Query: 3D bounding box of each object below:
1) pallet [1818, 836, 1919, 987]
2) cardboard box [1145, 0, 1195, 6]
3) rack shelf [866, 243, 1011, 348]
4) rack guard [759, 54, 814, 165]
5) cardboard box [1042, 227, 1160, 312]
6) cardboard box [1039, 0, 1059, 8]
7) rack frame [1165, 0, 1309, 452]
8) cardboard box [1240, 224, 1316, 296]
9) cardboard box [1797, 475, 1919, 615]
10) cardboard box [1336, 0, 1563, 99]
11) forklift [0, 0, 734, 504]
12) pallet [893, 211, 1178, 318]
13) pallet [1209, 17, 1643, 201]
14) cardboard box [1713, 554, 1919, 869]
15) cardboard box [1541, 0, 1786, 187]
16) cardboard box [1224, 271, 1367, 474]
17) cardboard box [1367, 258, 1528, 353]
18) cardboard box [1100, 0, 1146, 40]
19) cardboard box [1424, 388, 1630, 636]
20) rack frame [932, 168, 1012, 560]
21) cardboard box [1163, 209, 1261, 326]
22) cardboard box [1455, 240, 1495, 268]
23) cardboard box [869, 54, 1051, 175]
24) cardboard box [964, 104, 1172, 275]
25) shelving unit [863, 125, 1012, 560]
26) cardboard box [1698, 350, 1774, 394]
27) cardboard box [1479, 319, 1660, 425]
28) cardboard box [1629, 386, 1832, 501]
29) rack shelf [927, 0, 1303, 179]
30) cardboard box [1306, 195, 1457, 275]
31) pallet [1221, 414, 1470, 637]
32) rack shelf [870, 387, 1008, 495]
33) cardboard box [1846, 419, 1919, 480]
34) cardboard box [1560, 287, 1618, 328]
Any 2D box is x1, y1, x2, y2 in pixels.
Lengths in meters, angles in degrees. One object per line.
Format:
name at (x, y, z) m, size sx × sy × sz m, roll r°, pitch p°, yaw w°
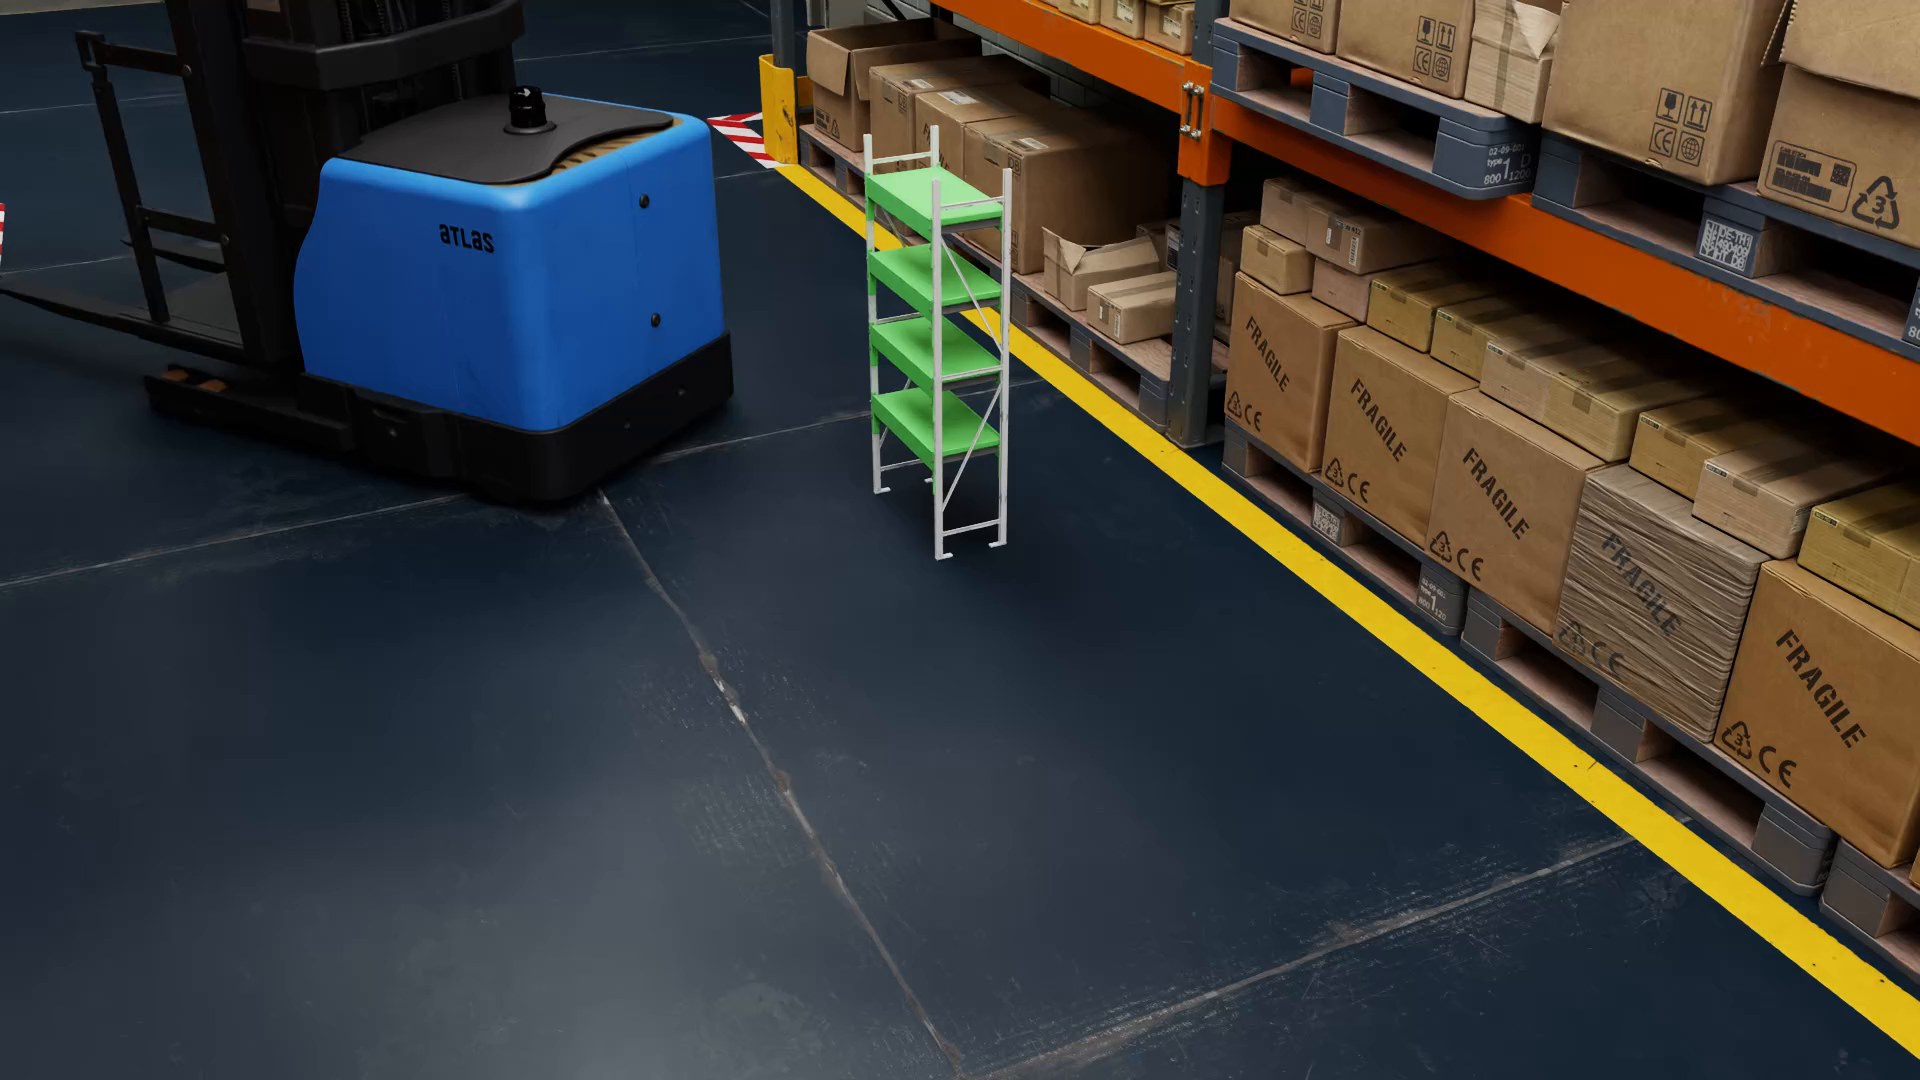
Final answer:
pallet at (2.635, 0.898, 3.432) m, size 1.003 × 0.211 × 1.213 m, roll -13°, pitch 32°, yaw -22°
cardboard box at (0.766, -1.985, 5.573) m, size 0.500 × 0.250 × 0.500 m, roll -12°, pitch 32°, yaw -21°
rack shelf at (-0.071, -0.750, 5.001) m, size 0.258 × 0.148 × 0.480 m, roll -13°, pitch 32°, yaw -22°
rack guard at (-0.480, -2.390, 9.002) m, size 1.175 × 0.500 × 0.348 m, roll -13°, pitch 32°, yaw -22°
cardboard box at (0.547, -1.080, 6.475) m, size 0.396 × 0.266 × 0.258 m, roll -12°, pitch 31°, yaw -20°
cardboard box at (0.487, -2.067, 6.127) m, size 0.380 × 0.149 × 0.250 m, roll -12°, pitch 32°, yaw -21°
rack frame at (1.205, -1.747, 5.299) m, size 1.000 × 3.000 × 0.127 m, roll -13°, pitch 32°, yaw -22°
cardboard box at (1.118, -0.909, 5.267) m, size 0.380 × 0.149 × 0.250 m, roll -12°, pitch 31°, yaw -20°
cardboard box at (2.083, 0.003, 3.641) m, size 0.380 × 0.149 × 0.250 m, roll -14°, pitch 32°, yaw -23°
cardboard box at (1.433, -1.485, 4.299) m, size 0.700 × 0.500 × 0.500 m, roll -13°, pitch 32°, yaw -21°
forklift at (-2.370, -1.897, 5.636) m, size 3.031 × 2.935 × 1.130 m, roll 15°, pitch 32°, yaw 24°
pallet at (0.383, -1.374, 7.485) m, size 1.003 × 0.211 × 1.213 m, roll -13°, pitch 32°, yaw -22°
pallet at (1.449, -1.288, 4.676) m, size 1.003 × 0.211 × 1.213 m, roll -13°, pitch 32°, yaw -22°
cardboard box at (2.114, 0.331, 3.719) m, size 0.500 × 0.500 × 0.500 m, roll -12°, pitch 31°, yaw -20°
cardboard box at (1.769, -1.138, 3.681) m, size 0.700 × 0.500 × 0.500 m, roll -13°, pitch 32°, yaw -22°
cardboard box at (1.209, -0.579, 5.343) m, size 0.500 × 0.500 × 0.500 m, roll -12°, pitch 31°, yaw -20°
cardboard box at (1.428, -0.692, 4.880) m, size 0.380 × 0.149 × 0.250 m, roll -15°, pitch 33°, yaw -25°
cardboard box at (0.708, -1.836, 5.714) m, size 0.380 × 0.149 × 0.250 m, roll -12°, pitch 32°, yaw -21°
cardboard box at (1.657, -0.125, 4.532) m, size 0.500 × 0.500 × 0.500 m, roll -14°, pitch 32°, yaw -23°
rack frame at (0.034, -0.489, 4.895) m, size 0.240 × 1.200 × 0.015 m, roll -13°, pitch 32°, yaw -22°
cardboard box at (1.134, -1.099, 6.463) m, size 0.500 × 0.311 × 0.500 m, roll -12°, pitch 31°, yaw -20°
cardboard box at (1.741, -0.906, 5.262) m, size 0.380 × 0.149 × 0.250 m, roll -13°, pitch 32°, yaw -22°
cardboard box at (-0.004, -1.931, 7.754) m, size 0.700 × 0.500 × 0.500 m, roll -12°, pitch 31°, yaw -20°
cardboard box at (0.442, -1.473, 6.936) m, size 0.700 × 0.500 × 0.500 m, roll -14°, pitch 32°, yaw -24°
shelving unit at (-0.071, -0.596, 5.087) m, size 0.258 × 1.200 × 0.503 m, roll -13°, pitch 32°, yaw -22°
cardboard box at (2.217, -0.458, 4.464) m, size 0.380 × 0.149 × 0.250 m, roll -13°, pitch 32°, yaw -21°
cardboard box at (1.631, -0.455, 4.458) m, size 0.380 × 0.149 × 0.250 m, roll -13°, pitch 32°, yaw -22°
cardboard box at (1.878, -0.232, 4.060) m, size 0.380 × 0.149 × 0.250 m, roll -13°, pitch 32°, yaw -22°
rack shelf at (0.346, -2.317, 7.051) m, size 1.077 × 0.370 × 4.000 m, roll -13°, pitch 32°, yaw -22°
cardboard box at (1.273, -0.934, 5.007) m, size 0.380 × 0.149 × 0.250 m, roll -15°, pitch 32°, yaw -24°
pallet at (1.588, -0.180, 5.355) m, size 1.003 × 0.211 × 1.213 m, roll -13°, pitch 32°, yaw -22°
rack shelf at (-0.071, -0.331, 5.236) m, size 0.258 × 0.148 × 0.480 m, roll -13°, pitch 32°, yaw -22°
cardboard box at (2.376, -0.212, 4.024) m, size 0.380 × 0.149 × 0.250 m, roll -13°, pitch 32°, yaw -22°
cardboard box at (1.987, -0.693, 4.882) m, size 0.380 × 0.149 × 0.250 m, roll -15°, pitch 32°, yaw -24°
